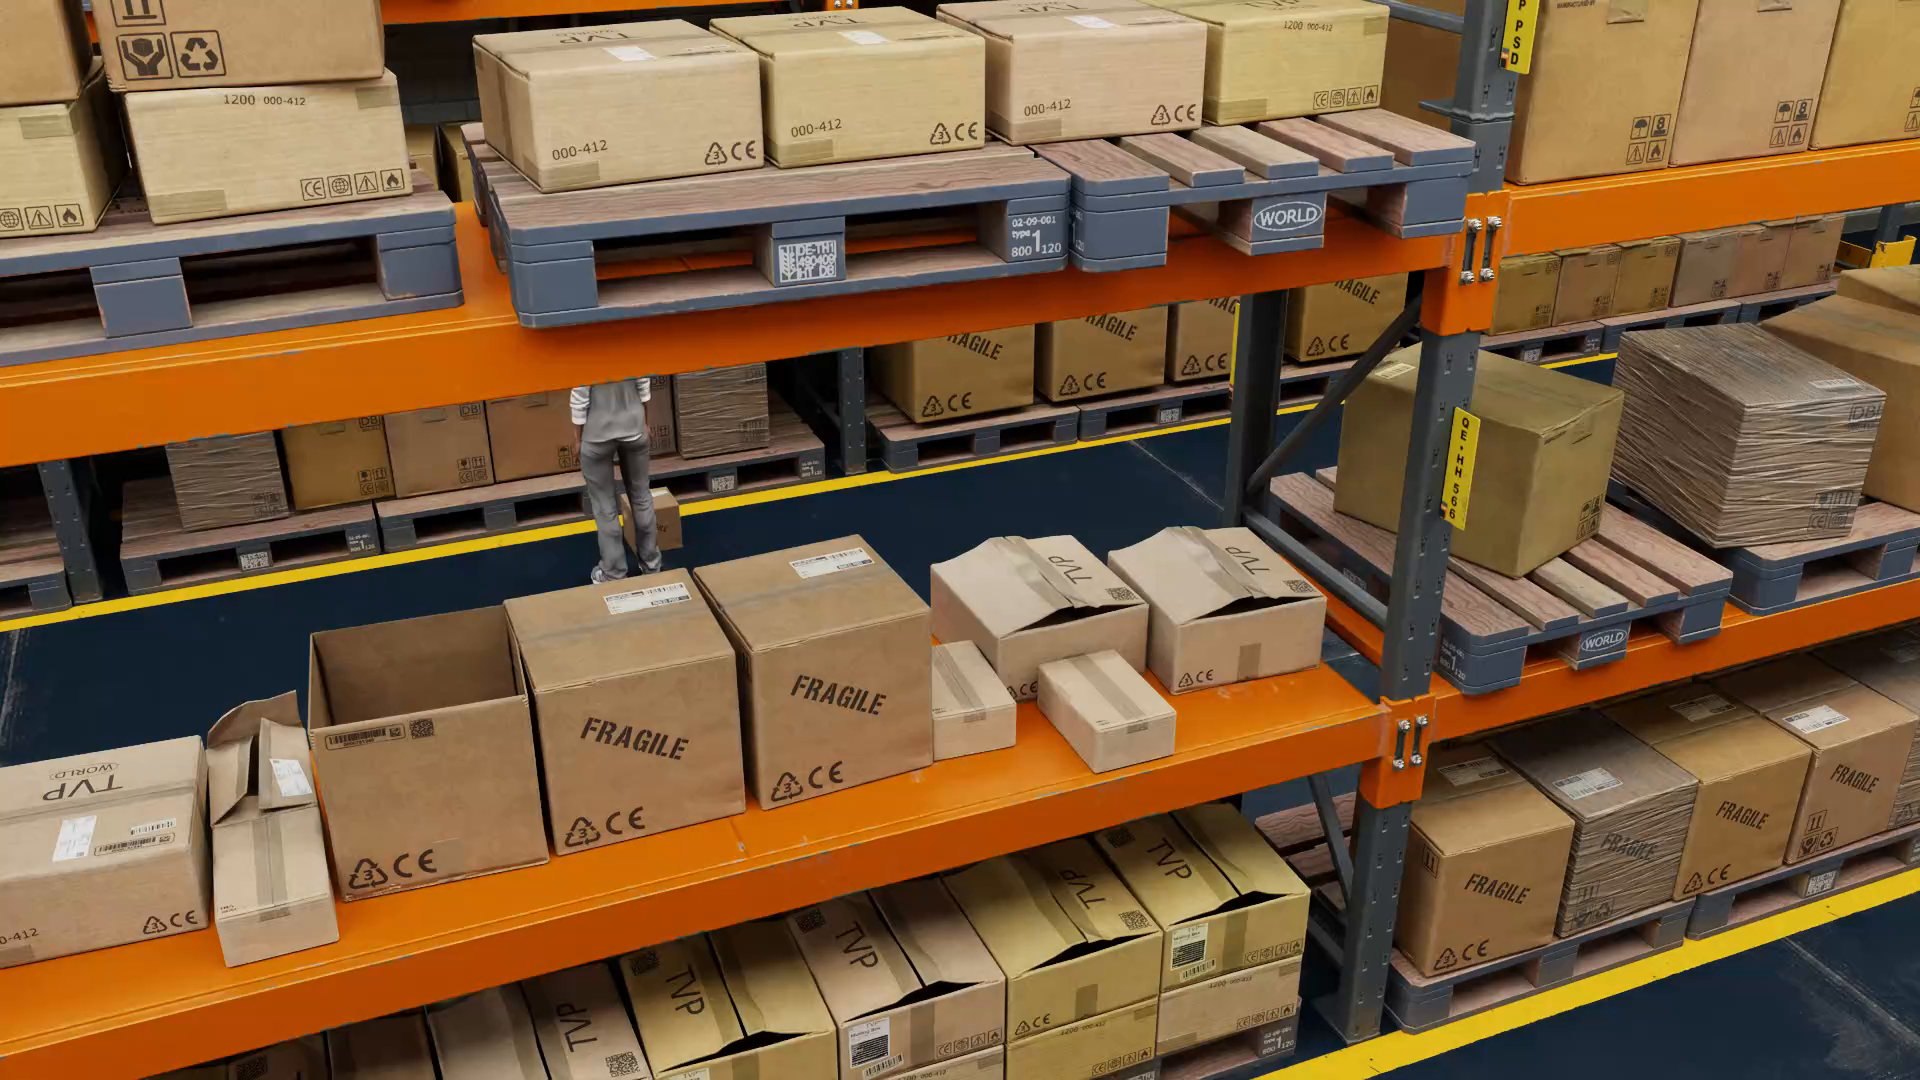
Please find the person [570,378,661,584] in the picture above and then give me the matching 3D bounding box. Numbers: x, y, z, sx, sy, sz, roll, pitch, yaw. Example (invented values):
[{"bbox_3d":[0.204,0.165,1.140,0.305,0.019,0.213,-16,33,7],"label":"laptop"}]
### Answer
[{"bbox_3d":[-1.681,-0.511,8.034,0.408,1.604,0.313,-15,30,-27],"label":"person"}]
